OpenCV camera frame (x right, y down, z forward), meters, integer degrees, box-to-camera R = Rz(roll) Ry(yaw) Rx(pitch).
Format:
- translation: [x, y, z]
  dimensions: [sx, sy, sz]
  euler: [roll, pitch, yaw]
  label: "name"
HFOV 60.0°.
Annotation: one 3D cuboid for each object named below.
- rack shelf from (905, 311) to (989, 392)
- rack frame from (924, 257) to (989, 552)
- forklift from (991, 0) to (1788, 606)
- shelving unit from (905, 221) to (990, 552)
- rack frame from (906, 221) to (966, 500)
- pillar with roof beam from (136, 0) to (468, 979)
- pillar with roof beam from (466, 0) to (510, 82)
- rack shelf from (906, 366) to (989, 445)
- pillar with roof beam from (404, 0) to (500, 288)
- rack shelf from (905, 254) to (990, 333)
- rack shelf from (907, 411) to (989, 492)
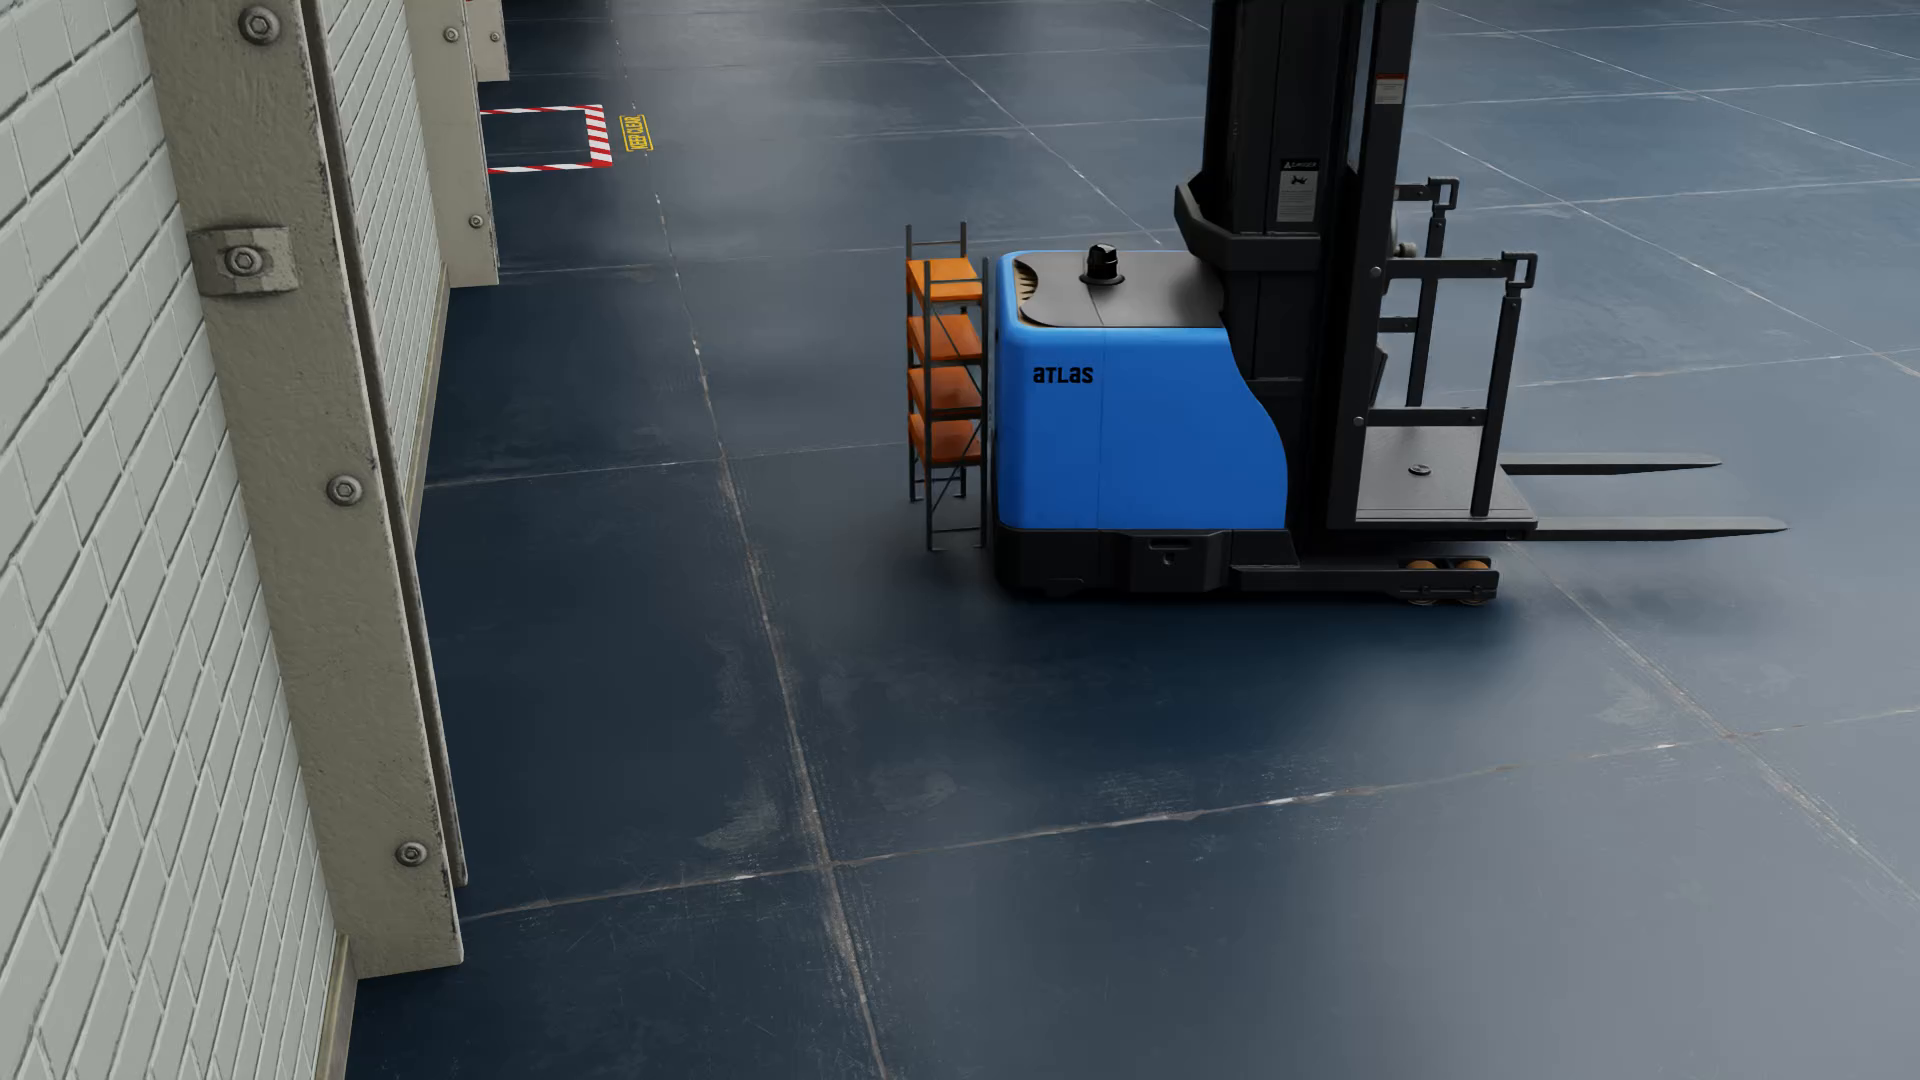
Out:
- translation: [-0.054, -0.749, 6.554]
  dimensions: [0.258, 0.148, 0.480]
  euler: [-4, 27, -8]
  label: "rack shelf"
- translation: [-0.014, -0.500, 6.410]
  dimensions: [0.240, 1.200, 0.015]
  euler: [-4, 27, -8]
  label: "rack frame"
- translation: [1.647, -1.302, 6.076]
  dimensions: [3.031, 2.935, 1.130]
  euler: [0, 27, 0]
  label: "forklift"
- translation: [-0.054, -0.609, 6.625]
  dimensions: [0.258, 1.200, 0.503]
  euler: [-4, 27, -8]
  label: "shelving unit"
- translation: [-0.094, -0.717, 6.840]
  dimensions: [0.240, 1.200, 0.015]
  euler: [-4, 27, -8]
  label: "rack frame"
- translation: [2.658, -3.383, 3.466]
  dimensions: [9.100, 9.000, 0.400]
  euler: [-6, 27, -12]
  label: "pillar with roof beam"
- translation: [-0.047, -8.651, 13.903]
  dimensions: [9.100, 9.000, 0.400]
  euler: [-6, 27, -12]
  label: "pillar with roof beam"
- translation: [-0.054, -0.549, 6.655]
  dimensions: [0.258, 0.148, 0.480]
  euler: [-4, 27, -8]
  label: "rack shelf"
- translation: [1.305, -6.017, 8.685]
  dimensions: [9.100, 9.000, 0.400]
  euler: [-6, 27, -12]
  label: "pillar with roof beam"
- translation: [-0.054, -0.960, 6.448]
  dimensions: [0.258, 0.148, 0.480]
  euler: [-4, 27, -8]
  label: "rack shelf"
- translation: [-0.054, -0.372, 6.745]
  dimensions: [0.258, 0.148, 0.480]
  euler: [-4, 27, -8]
  label: "rack shelf"
